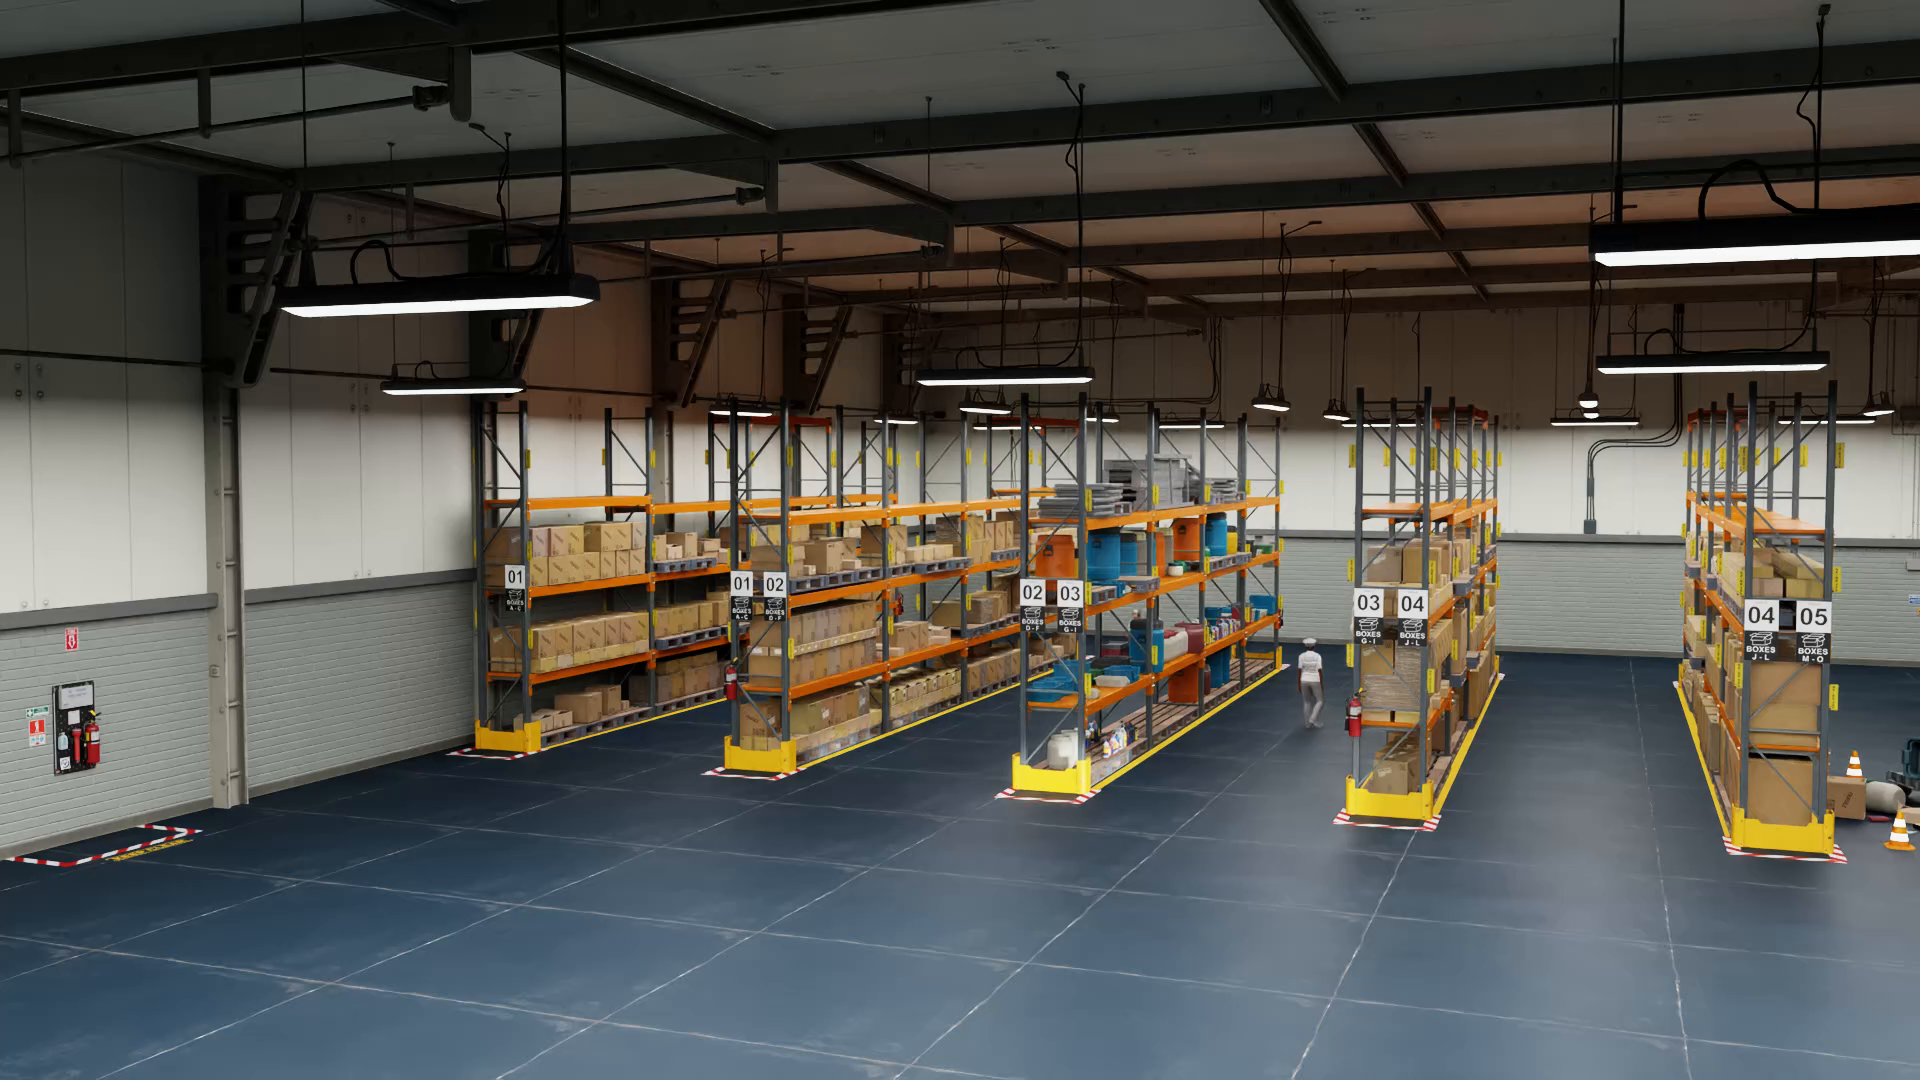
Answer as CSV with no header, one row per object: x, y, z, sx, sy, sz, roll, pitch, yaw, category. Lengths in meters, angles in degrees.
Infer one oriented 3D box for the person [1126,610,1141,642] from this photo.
4.117,2.367,37.930,0.646,1.582,0.752,2,3,32,person

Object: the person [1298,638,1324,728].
6.511,2.671,30.854,0.507,1.674,0.518,1,3,23,person
